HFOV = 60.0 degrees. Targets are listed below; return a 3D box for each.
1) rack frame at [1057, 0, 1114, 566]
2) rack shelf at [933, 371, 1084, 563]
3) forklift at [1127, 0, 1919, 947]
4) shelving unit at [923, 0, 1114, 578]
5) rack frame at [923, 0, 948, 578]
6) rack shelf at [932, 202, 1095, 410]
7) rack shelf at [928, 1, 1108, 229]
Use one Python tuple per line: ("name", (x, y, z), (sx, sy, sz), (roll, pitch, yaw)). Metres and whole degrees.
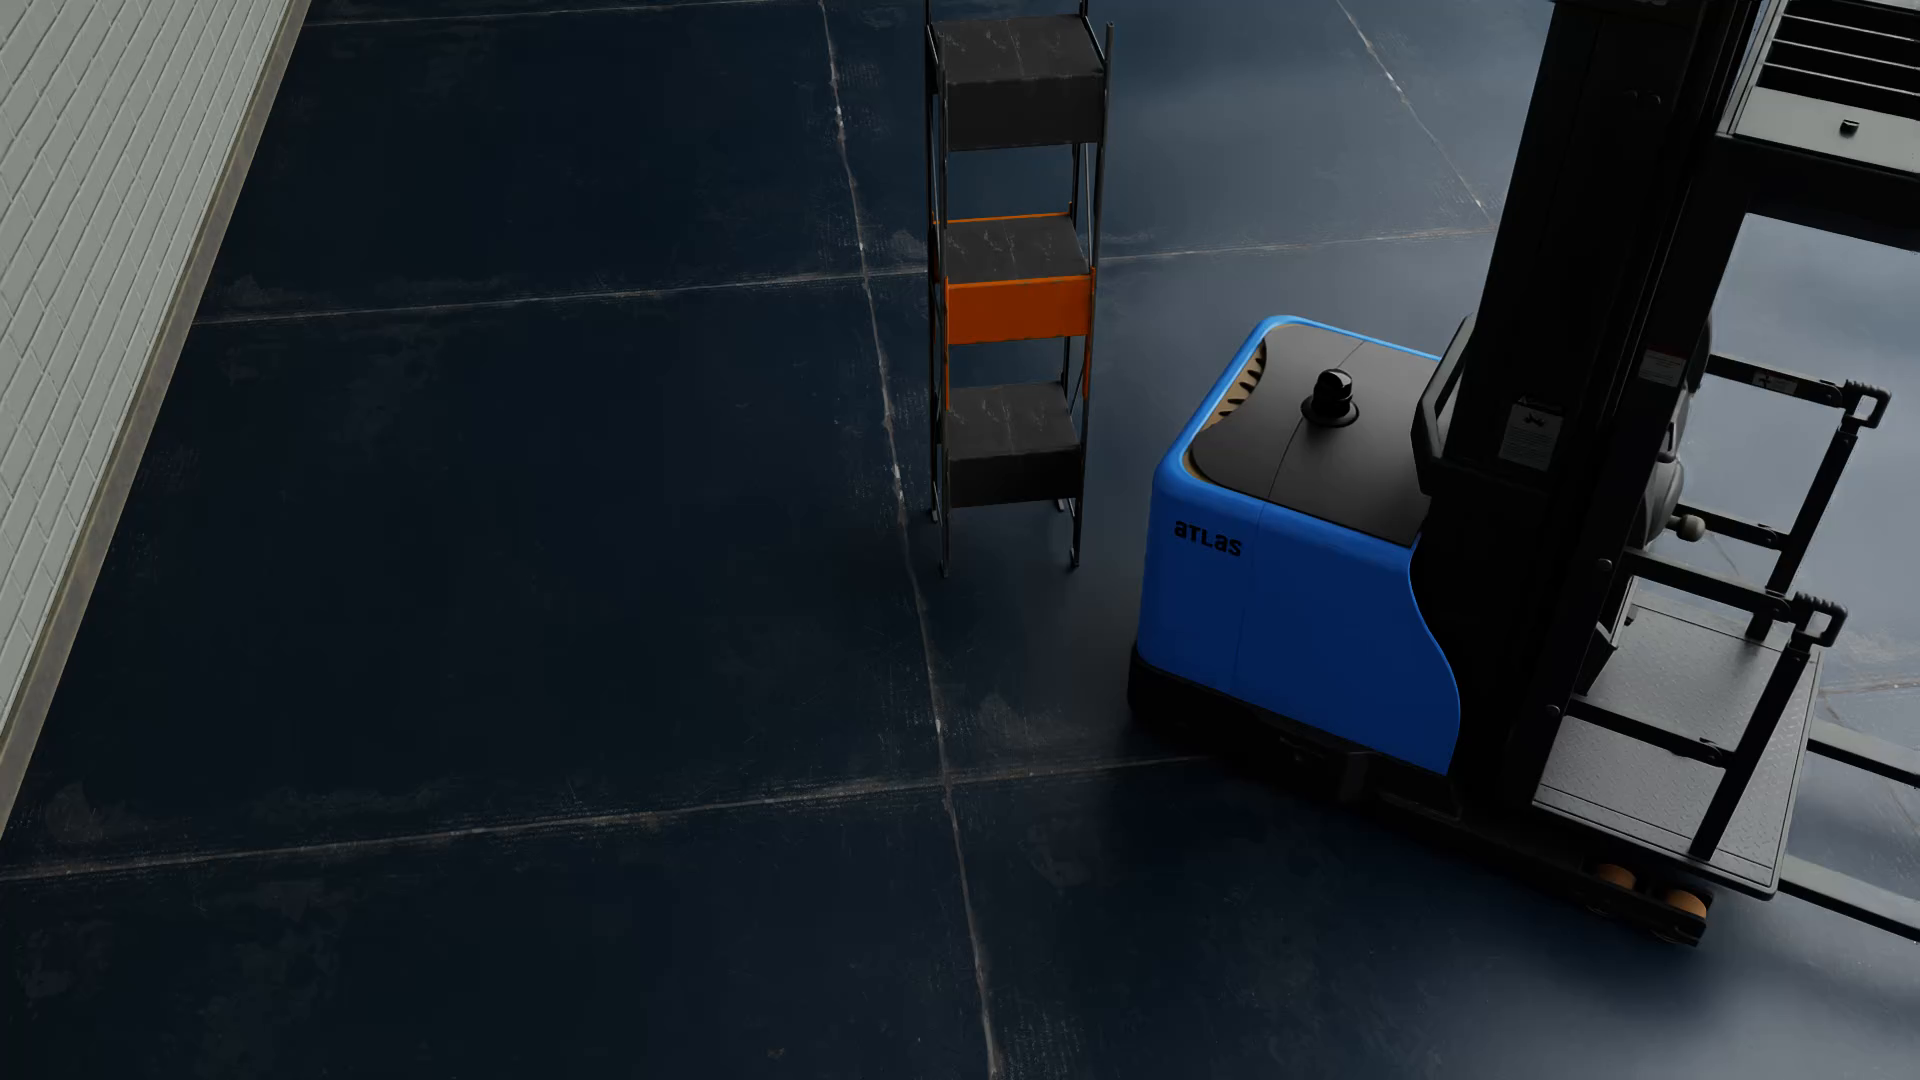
("rack frame", (0.406, -0.815, 5.586), (0.015, 2.100, 0.400), (-5, 42, -6))
("rack shelf", (0.164, -0.264, 6.041), (0.480, 0.518, 0.431), (-5, 42, -6))
("forklift", (2.102, -0.305, 4.400), (3.031, 2.935, 1.130), (20, 46, 21))
("shelving unit", (0.164, -0.794, 5.563), (0.503, 2.100, 0.431), (-5, 42, -6))
("rack frame", (-0.078, -0.773, 5.539), (0.015, 2.100, 0.400), (-5, 42, -6))
("rack shelf", (0.164, -0.784, 5.572), (0.480, 0.518, 0.431), (-5, 42, -6))
("rack shelf", (0.164, -1.304, 5.103), (0.480, 0.518, 0.431), (-5, 42, -6))
